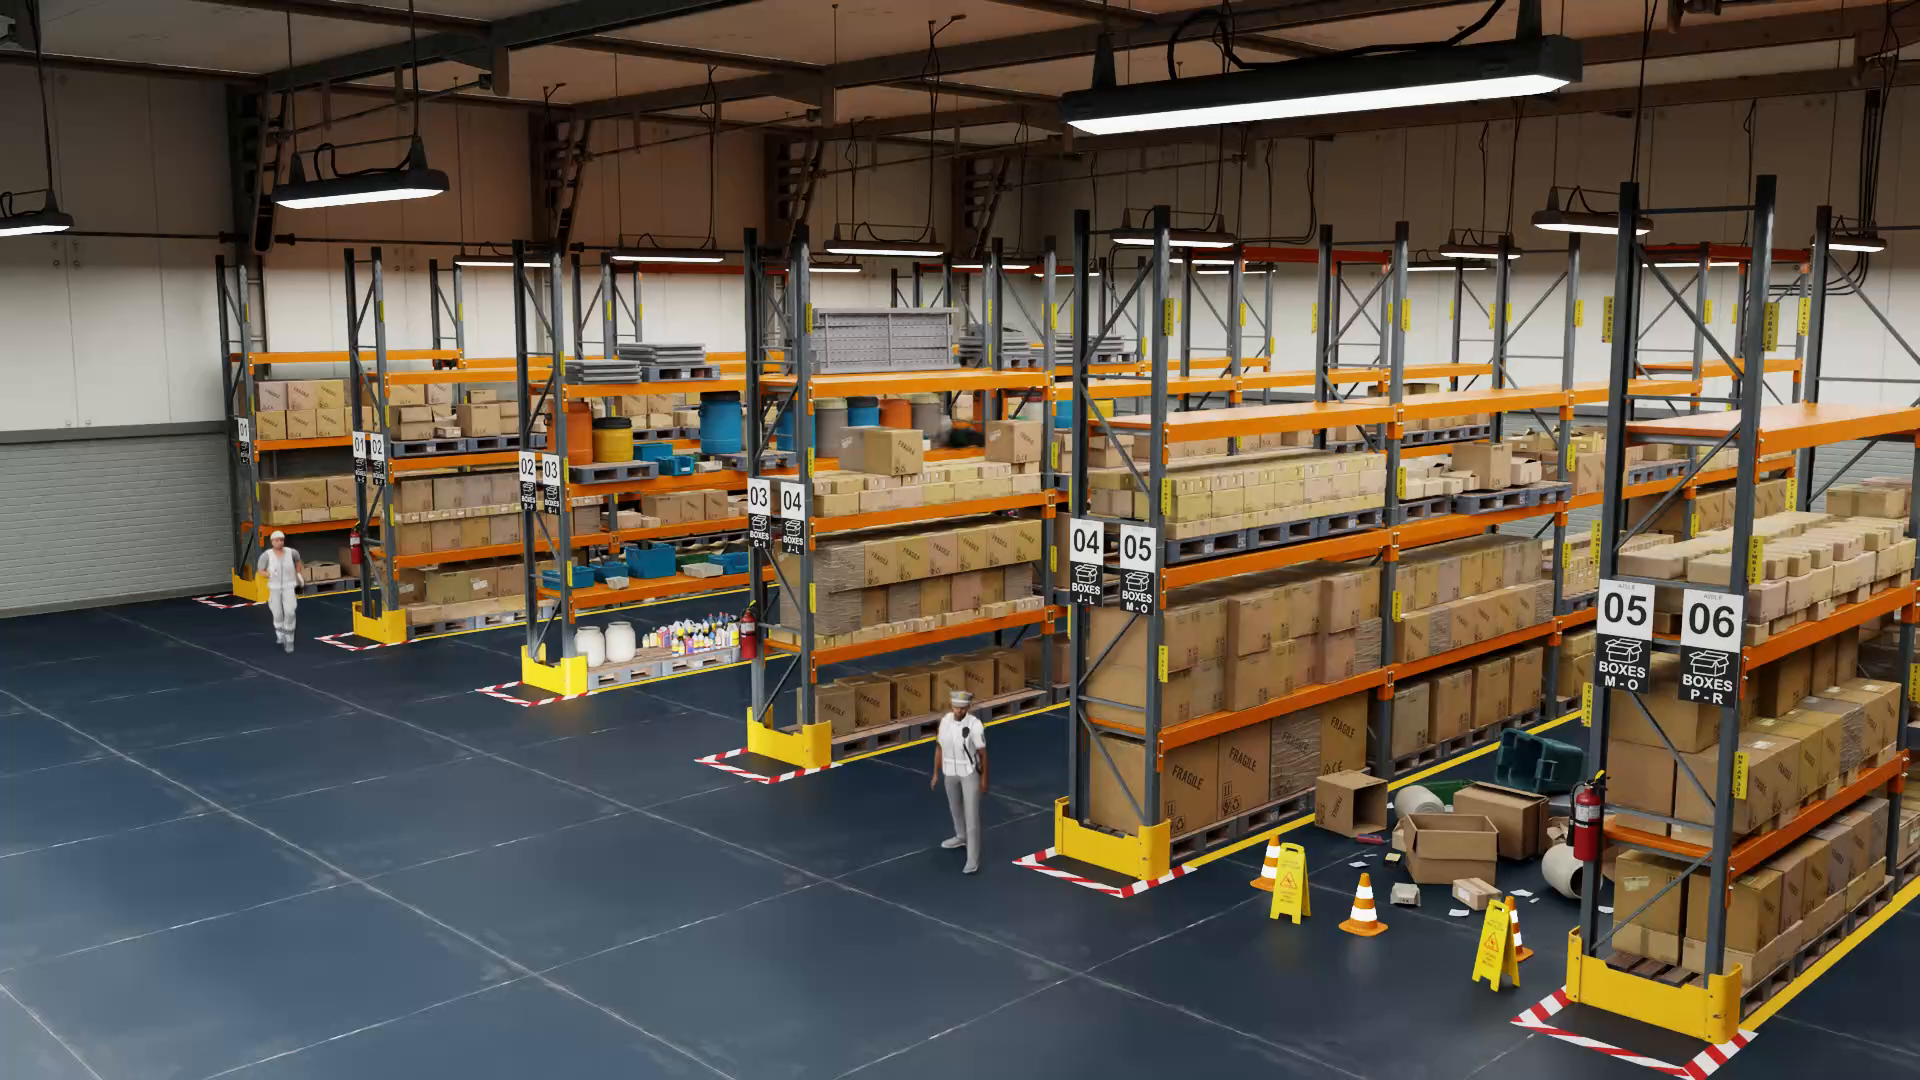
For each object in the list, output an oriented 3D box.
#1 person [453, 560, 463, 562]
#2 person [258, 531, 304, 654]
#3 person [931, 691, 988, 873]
[{"bbox_3d":[-8.566,0.351,28.449,0.529,1.567,0.798,8,11,43],"label":"person"},{"bbox_3d":[-10.133,0.766,24.845,0.624,1.842,0.868,-3,9,-21],"label":"person"},{"bbox_3d":[0.010,2.173,15.449,0.595,1.633,0.809,4,9,25],"label":"person"}]
